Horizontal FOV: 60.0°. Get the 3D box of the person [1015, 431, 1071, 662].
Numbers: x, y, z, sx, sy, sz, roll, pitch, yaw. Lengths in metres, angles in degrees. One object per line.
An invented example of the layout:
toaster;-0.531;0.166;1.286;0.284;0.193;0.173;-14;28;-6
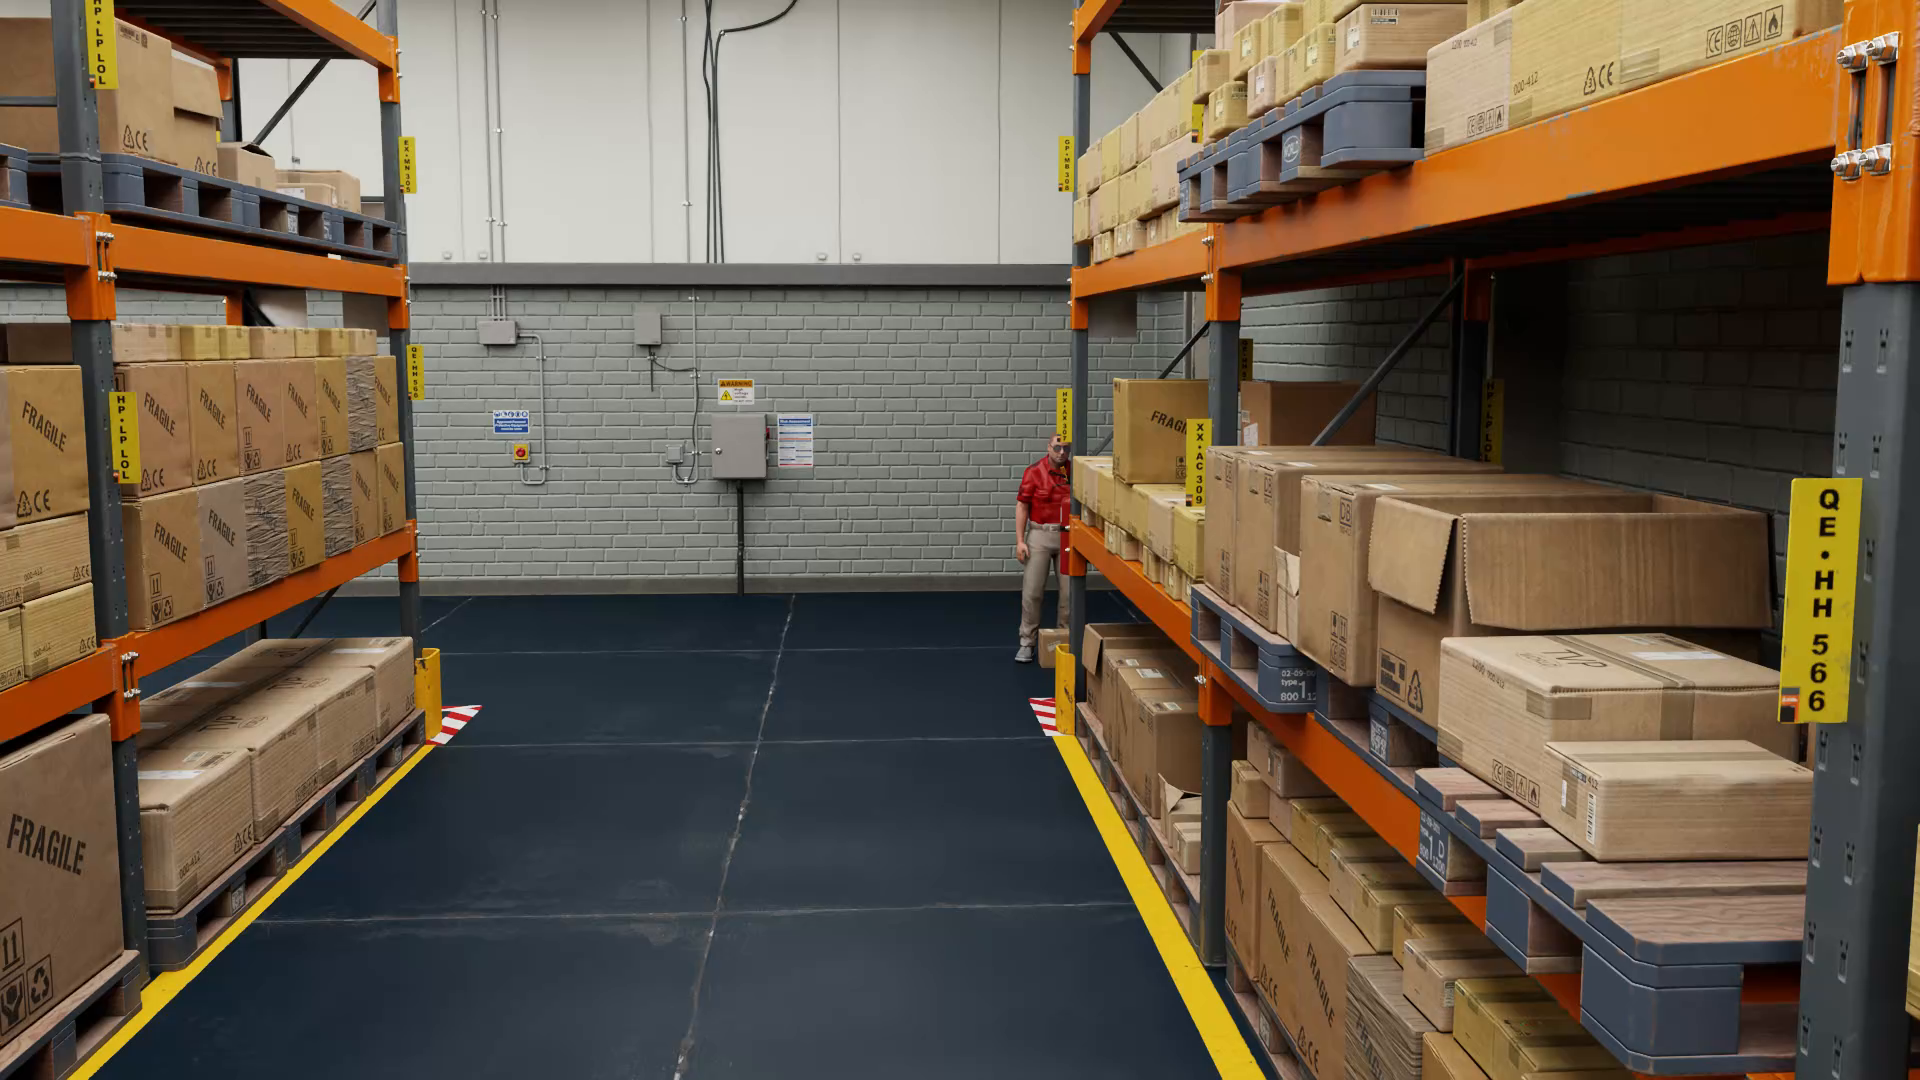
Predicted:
person;0.703;0.037;12.485;0.606;1.727;0.390;-1;7;-7
